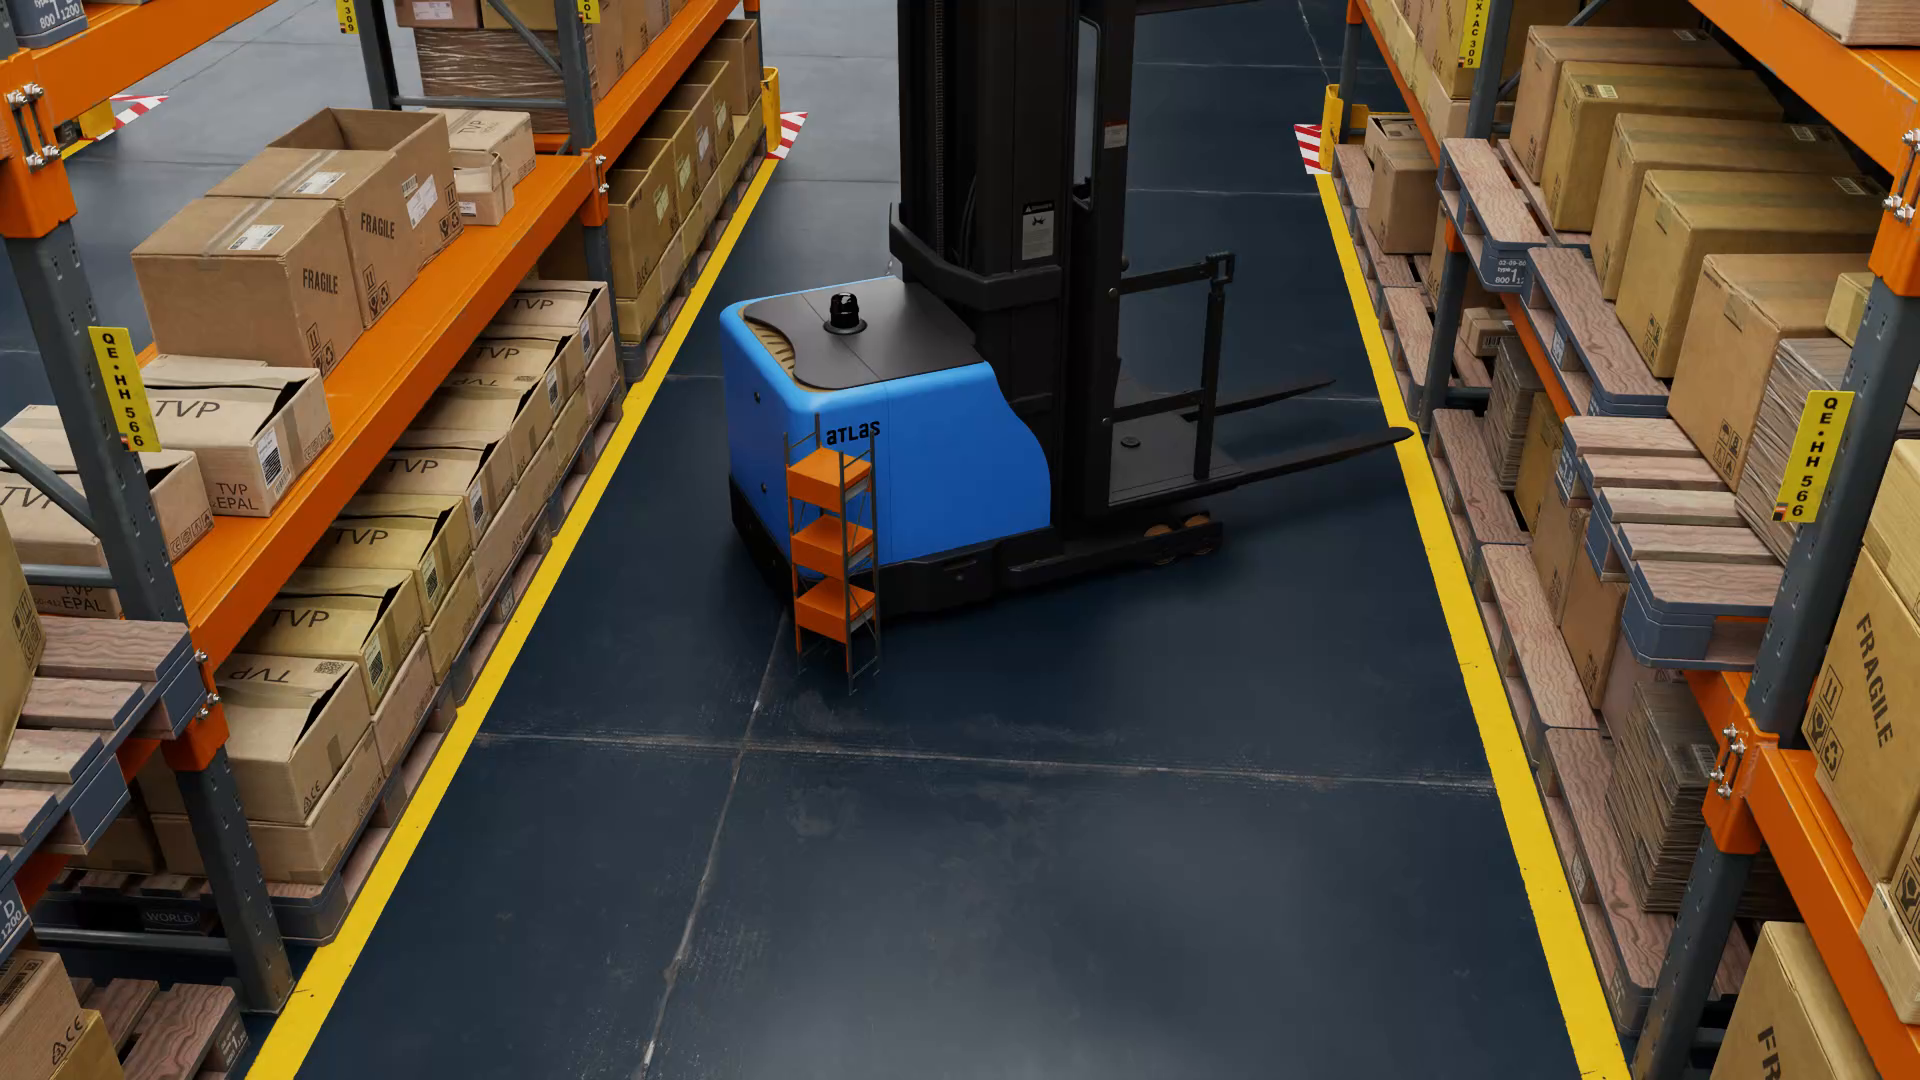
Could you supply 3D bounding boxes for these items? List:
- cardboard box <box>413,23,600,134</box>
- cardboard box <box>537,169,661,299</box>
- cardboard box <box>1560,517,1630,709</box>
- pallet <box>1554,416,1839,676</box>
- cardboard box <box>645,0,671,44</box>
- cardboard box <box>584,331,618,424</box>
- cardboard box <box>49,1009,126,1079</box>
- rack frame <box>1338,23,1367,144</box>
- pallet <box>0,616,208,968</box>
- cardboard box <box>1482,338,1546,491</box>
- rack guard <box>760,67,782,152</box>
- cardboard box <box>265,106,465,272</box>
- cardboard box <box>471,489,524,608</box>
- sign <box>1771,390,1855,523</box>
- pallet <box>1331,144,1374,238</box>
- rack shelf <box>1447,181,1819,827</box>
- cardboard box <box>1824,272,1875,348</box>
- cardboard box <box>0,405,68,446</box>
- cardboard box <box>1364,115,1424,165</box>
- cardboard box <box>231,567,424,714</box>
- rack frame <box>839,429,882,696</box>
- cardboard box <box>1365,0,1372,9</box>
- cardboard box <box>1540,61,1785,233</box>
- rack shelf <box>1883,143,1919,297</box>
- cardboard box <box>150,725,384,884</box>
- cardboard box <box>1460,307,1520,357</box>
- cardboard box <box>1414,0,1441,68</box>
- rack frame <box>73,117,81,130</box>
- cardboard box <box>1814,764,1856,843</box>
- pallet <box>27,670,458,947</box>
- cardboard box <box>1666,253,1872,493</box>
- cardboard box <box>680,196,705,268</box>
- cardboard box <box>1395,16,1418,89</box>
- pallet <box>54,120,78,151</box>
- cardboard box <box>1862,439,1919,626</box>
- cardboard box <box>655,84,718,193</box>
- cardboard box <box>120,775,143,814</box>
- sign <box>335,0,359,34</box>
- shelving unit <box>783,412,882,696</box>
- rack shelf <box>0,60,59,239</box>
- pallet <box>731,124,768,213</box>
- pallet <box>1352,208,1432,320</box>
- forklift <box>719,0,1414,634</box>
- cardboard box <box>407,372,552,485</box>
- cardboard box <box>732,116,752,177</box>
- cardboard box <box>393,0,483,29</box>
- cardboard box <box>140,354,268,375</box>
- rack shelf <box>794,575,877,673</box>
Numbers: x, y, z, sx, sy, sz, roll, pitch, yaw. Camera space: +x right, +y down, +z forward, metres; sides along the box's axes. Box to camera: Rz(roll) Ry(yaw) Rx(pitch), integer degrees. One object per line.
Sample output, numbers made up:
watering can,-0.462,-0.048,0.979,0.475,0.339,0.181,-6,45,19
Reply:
cardboard box,-2.164,-2.279,7.993,0.700,0.500,0.500,2,32,3
cardboard box,-1.844,-1.560,8.429,0.500,0.500,0.500,2,32,4
cardboard box,2.595,0.270,5.916,0.700,0.500,0.500,2,32,4
pallet,2.370,0.002,4.571,1.213,0.211,1.003,2,32,4
cardboard box,-2.042,-3.085,9.301,0.700,0.500,0.500,3,32,5
cardboard box,-1.939,-0.783,7.882,0.500,0.250,0.500,2,32,4
cardboard box,-2.362,1.464,3.979,0.500,0.500,0.500,4,32,6
rack frame,3.069,-3.886,10.696,1.000,3.000,0.127,2,32,4
pallet,-2.505,0.527,3.719,1.213,0.211,1.003,2,32,4
cardboard box,2.700,-0.532,7.217,0.700,0.500,0.500,3,32,6
rack guard,-1.866,-3.044,11.713,1.175,0.500,0.348,2,32,4
cardboard box,-2.315,-1.370,6.519,0.500,0.500,0.500,5,32,8
cardboard box,-2.066,0.015,6.587,0.500,0.250,0.500,3,32,5
sign,1.876,-0.180,3.655,0.100,0.325,0.005,2,32,4
pallet,2.962,-2.236,10.677,1.003,0.211,1.213,2,32,4
rack shelf,2.581,-0.442,5.794,1.077,0.370,4.000,2,32,4
cardboard box,2.428,-0.559,4.165,0.380,0.149,0.250,-3,32,-4
cardboard box,-2.722,-0.287,5.097,0.380,0.149,0.250,2,32,4
cardboard box,2.923,-2.571,10.706,0.500,0.311,0.500,-1,32,-2
cardboard box,-2.150,0.304,5.583,0.500,0.311,0.500,2,32,3
rack frame,-0.362,0.099,6.088,0.008,1.050,0.200,19,36,28
cardboard box,2.685,-3.317,9.897,0.500,0.250,0.500,2,32,2
cardboard box,2.616,-1.467,6.258,0.700,0.500,0.500,6,32,9
rack shelf,2.255,0.372,1.613,1.077,0.370,4.000,2,32,4
cardboard box,-2.184,0.818,5.284,0.500,0.250,0.500,2,32,4
cardboard box,2.757,-1.056,8.386,0.380,0.166,0.250,-2,32,-2
cardboard box,2.509,-2.580,7.986,0.500,0.500,0.500,2,32,4
rack frame,-6.805,-4.309,11.383,1.000,3.000,0.127,2,32,4
cardboard box,2.160,0.558,3.706,0.380,0.149,0.250,2,32,3
pallet,-2.414,0.846,5.676,1.003,0.211,1.213,2,32,4
cardboard box,2.465,-0.472,4.642,0.700,0.500,0.500,0,32,-1
cardboard box,-1.762,-1.764,9.474,0.500,0.250,0.500,2,32,4
cardboard box,2.555,-2.523,8.609,0.500,0.250,0.500,2,32,4
pallet,-6.836,-2.656,11.358,1.003,0.211,1.213,2,32,4
cardboard box,2.122,0.042,3.210,0.500,0.250,0.500,3,32,5
cardboard box,-1.724,-2.345,9.702,0.500,0.500,0.500,2,32,4
cardboard box,-2.722,0.556,5.174,0.500,0.311,0.500,3,32,5
sign,-2.747,-2.429,7.432,0.100,0.325,0.005,2,32,4
shelving unit,-0.464,0.064,6.145,0.252,1.050,0.215,19,36,28
rack shelf,-2.682,0.163,1.953,1.077,0.370,4.000,2,32,4
pallet,-1.889,-2.507,11.116,1.003,0.211,1.213,2,32,4
pallet,2.860,-1.599,9.644,1.003,0.211,1.213,2,32,4
forklift,0.569,-1.382,6.699,3.031,2.935,1.130,-13,34,-20
cardboard box,-2.020,-0.494,6.878,0.500,0.311,0.500,2,32,4
cardboard box,-1.646,-2.549,10.747,0.500,0.250,0.500,2,32,4
cardboard box,-2.385,-2.474,7.692,0.380,0.149,0.250,2,32,4
cardboard box,-2.472,-0.475,5.400,0.380,0.149,0.250,5,32,8
rack shelf,-0.464,0.310,6.296,0.240,0.259,0.215,19,36,28
